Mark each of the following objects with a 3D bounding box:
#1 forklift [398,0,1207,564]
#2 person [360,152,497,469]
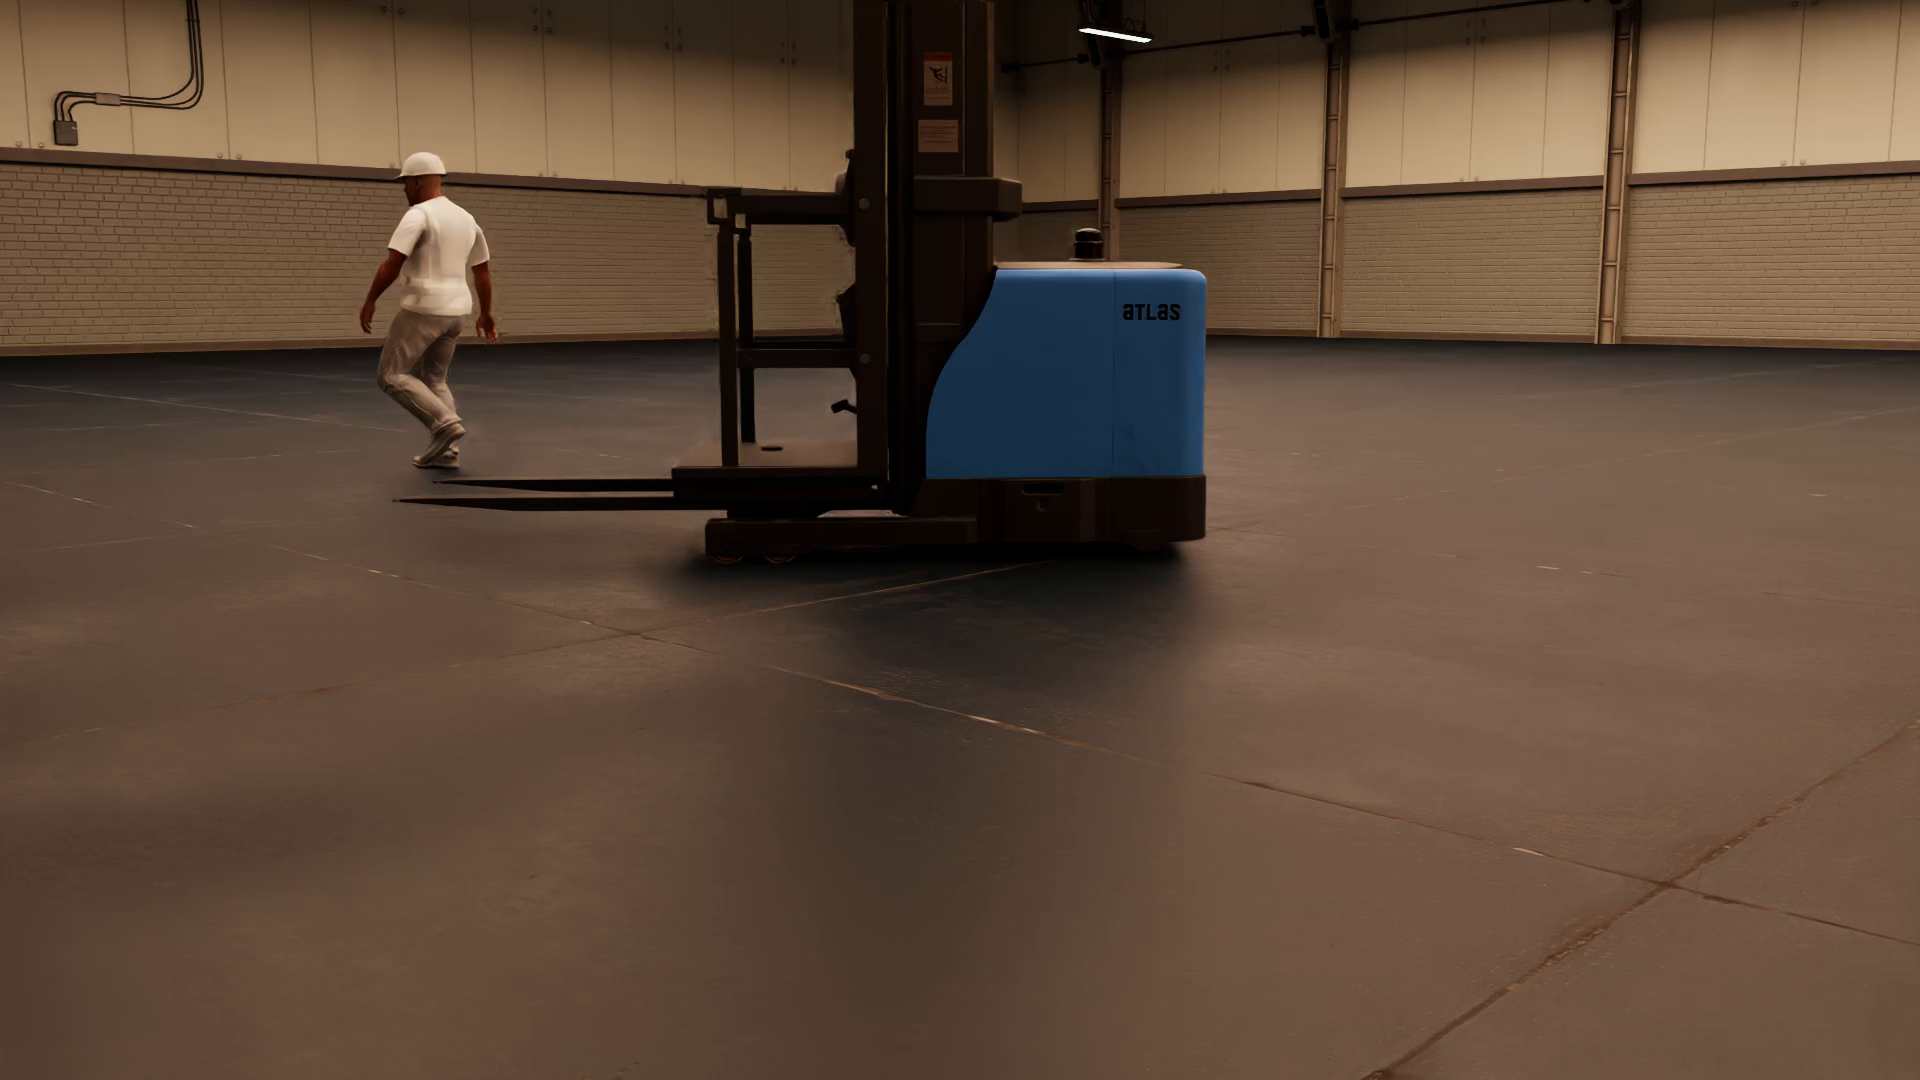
[{"bbox_3d":[-0.608,-1.441,6.441,3.031,2.935,1.130,-1,9,-3],"label":"forklift"},{"bbox_3d":[-2.922,-1.259,9.219,0.489,1.746,0.771,3,9,17],"label":"person"}]
